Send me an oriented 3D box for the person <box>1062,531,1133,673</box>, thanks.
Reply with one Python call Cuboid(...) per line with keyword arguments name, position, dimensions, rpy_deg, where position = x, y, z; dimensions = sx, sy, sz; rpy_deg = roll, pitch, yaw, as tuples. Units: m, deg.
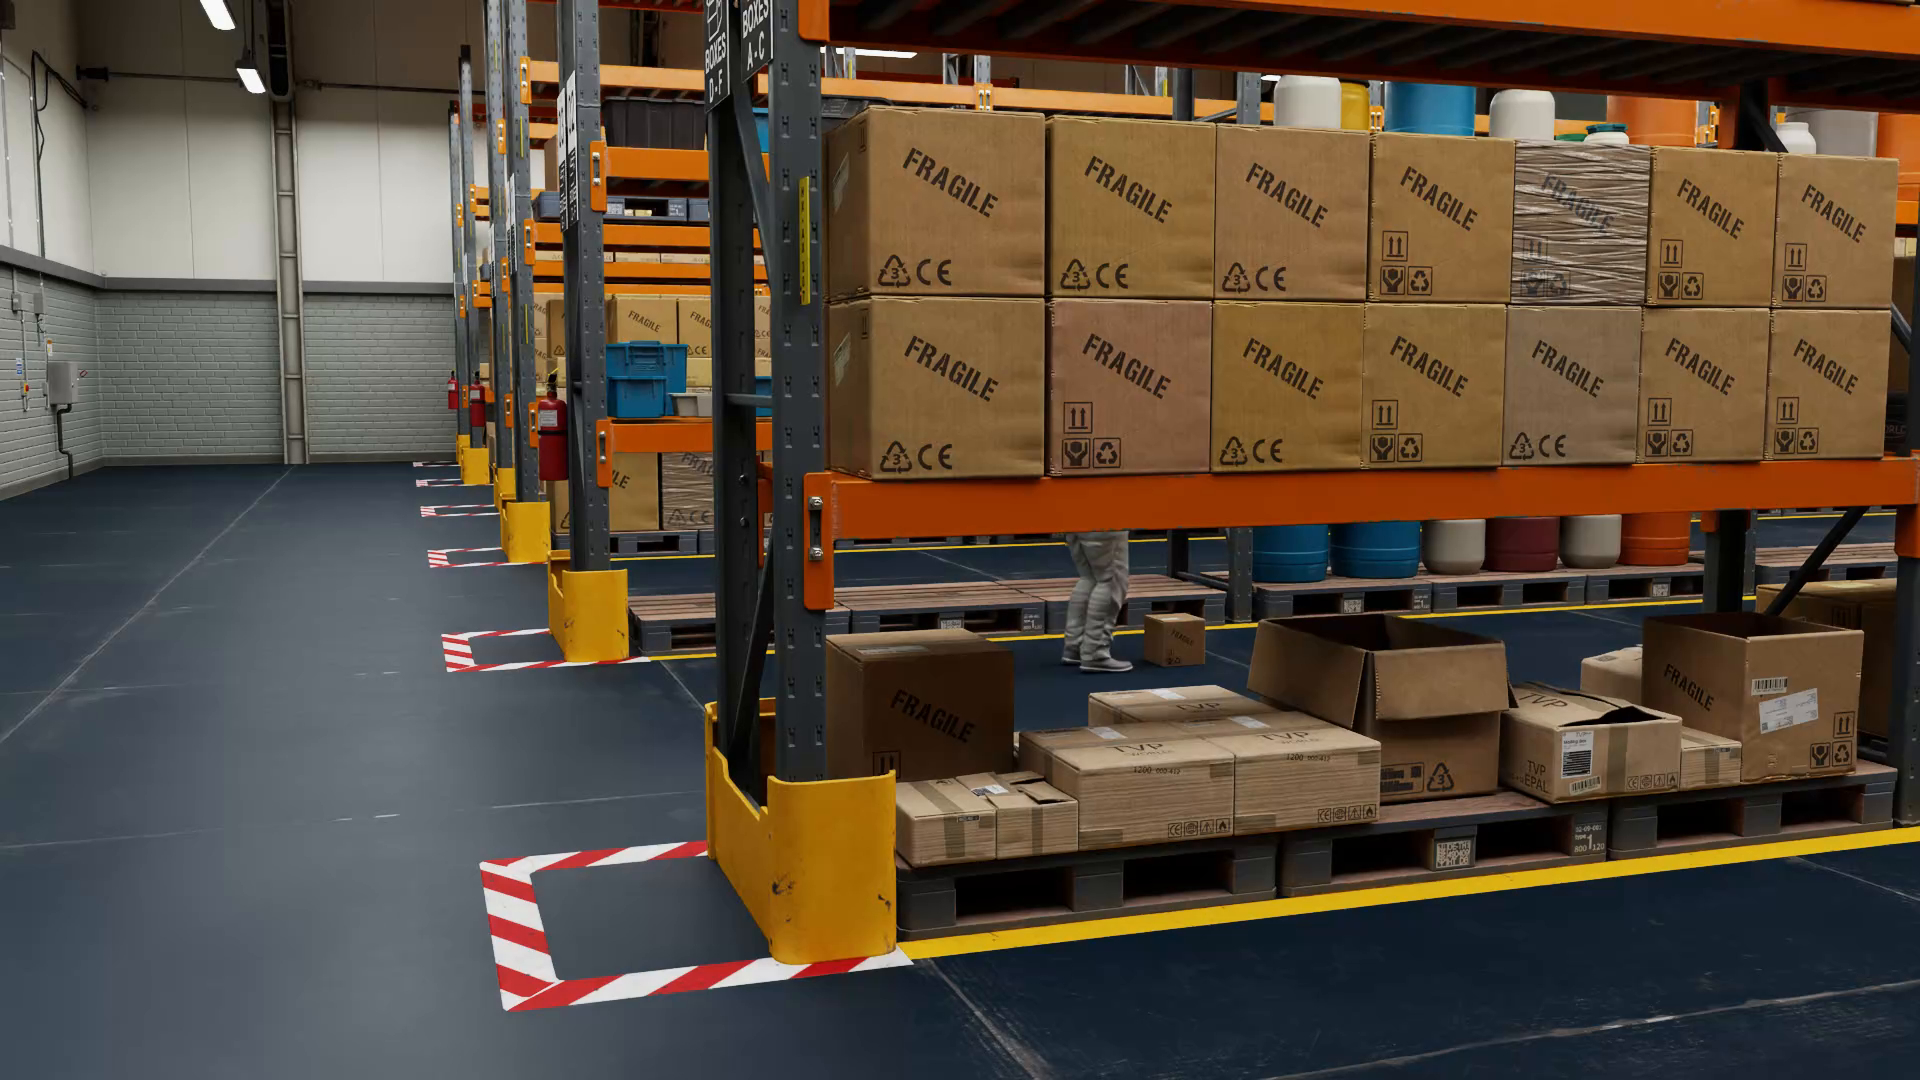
Cuboid(name="person", position=(0.723, -0.126, 8.921), dimensions=(0.409, 1.650, 0.478), rpy_deg=(-2, 6, -18))
